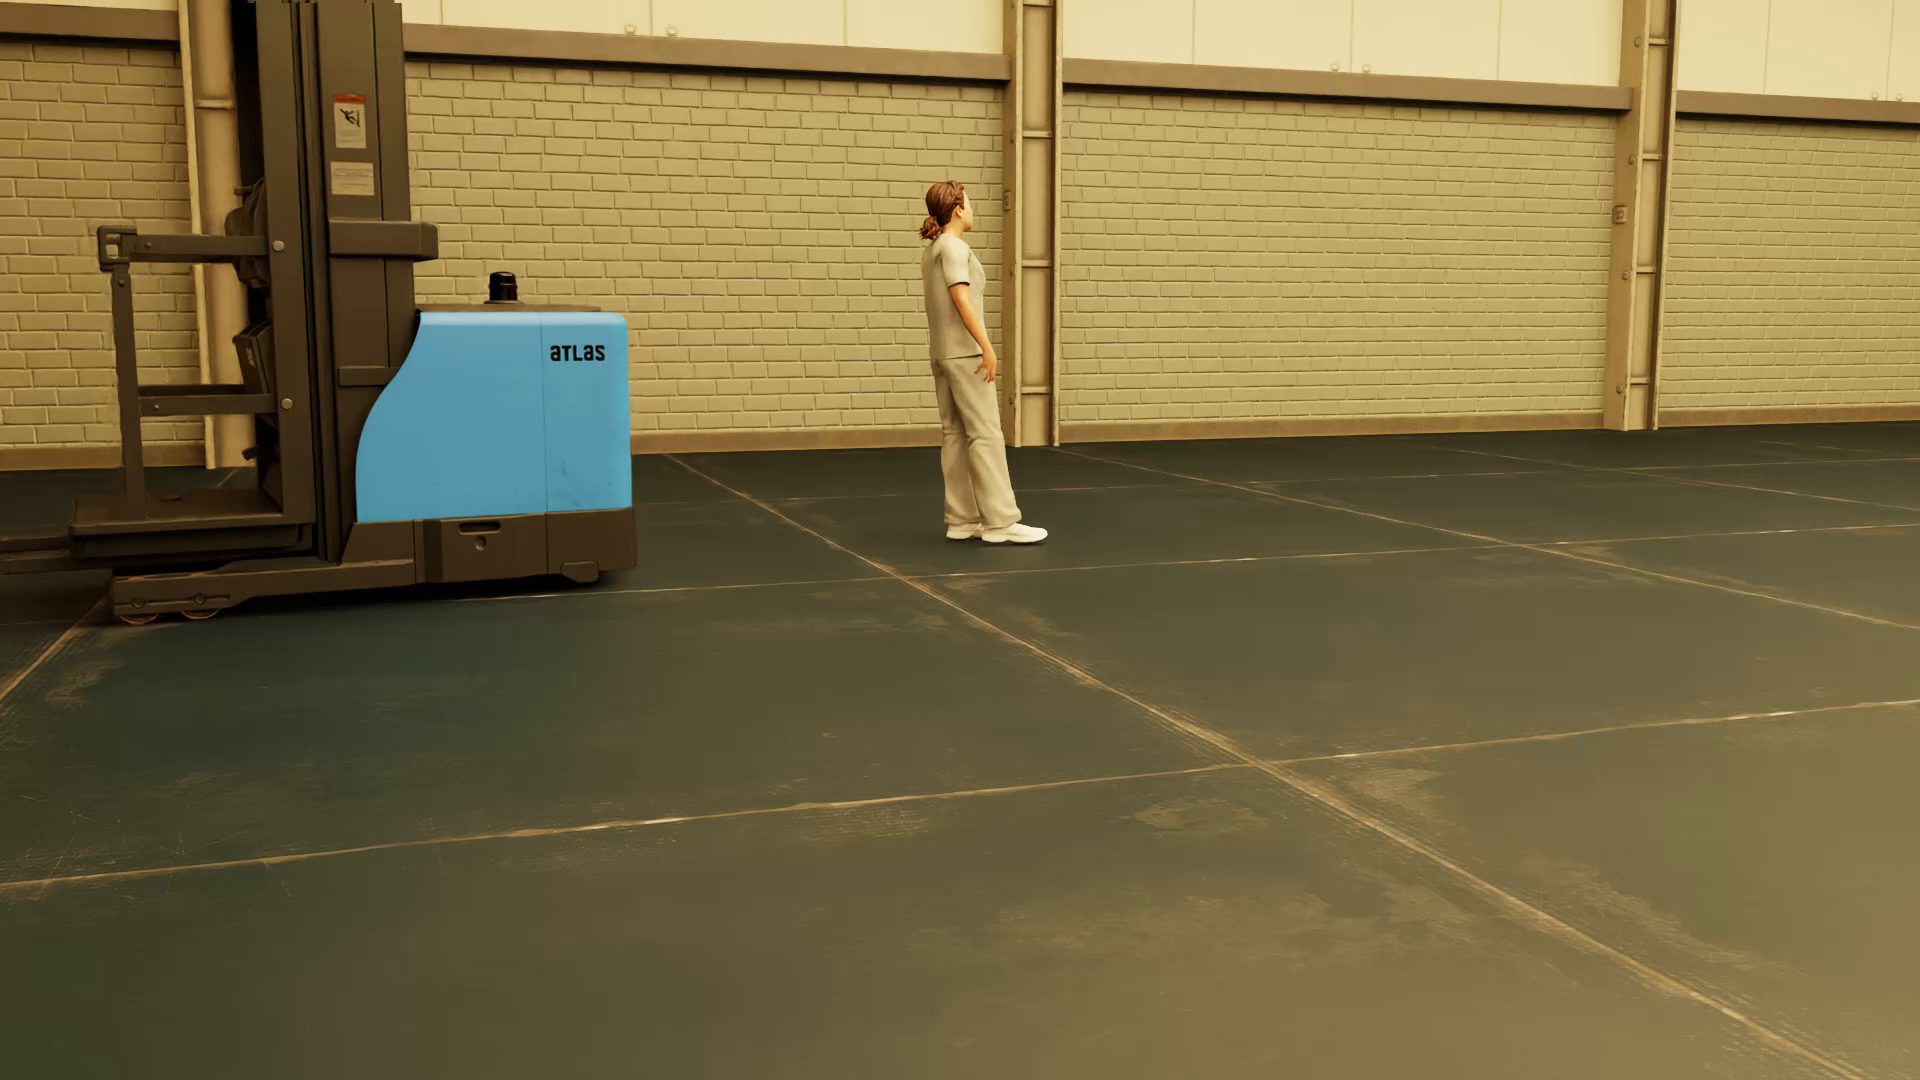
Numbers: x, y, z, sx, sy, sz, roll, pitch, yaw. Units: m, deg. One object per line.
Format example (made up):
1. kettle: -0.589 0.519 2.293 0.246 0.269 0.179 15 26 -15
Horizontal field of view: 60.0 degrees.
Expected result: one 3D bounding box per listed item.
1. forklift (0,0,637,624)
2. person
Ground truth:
1. forklift: -2.838 -1.240 6.166 3.031 2.935 1.130 -4 9 -27
2. person: 0.074 -0.838 7.820 0.549 1.675 0.549 -3 8 -18
